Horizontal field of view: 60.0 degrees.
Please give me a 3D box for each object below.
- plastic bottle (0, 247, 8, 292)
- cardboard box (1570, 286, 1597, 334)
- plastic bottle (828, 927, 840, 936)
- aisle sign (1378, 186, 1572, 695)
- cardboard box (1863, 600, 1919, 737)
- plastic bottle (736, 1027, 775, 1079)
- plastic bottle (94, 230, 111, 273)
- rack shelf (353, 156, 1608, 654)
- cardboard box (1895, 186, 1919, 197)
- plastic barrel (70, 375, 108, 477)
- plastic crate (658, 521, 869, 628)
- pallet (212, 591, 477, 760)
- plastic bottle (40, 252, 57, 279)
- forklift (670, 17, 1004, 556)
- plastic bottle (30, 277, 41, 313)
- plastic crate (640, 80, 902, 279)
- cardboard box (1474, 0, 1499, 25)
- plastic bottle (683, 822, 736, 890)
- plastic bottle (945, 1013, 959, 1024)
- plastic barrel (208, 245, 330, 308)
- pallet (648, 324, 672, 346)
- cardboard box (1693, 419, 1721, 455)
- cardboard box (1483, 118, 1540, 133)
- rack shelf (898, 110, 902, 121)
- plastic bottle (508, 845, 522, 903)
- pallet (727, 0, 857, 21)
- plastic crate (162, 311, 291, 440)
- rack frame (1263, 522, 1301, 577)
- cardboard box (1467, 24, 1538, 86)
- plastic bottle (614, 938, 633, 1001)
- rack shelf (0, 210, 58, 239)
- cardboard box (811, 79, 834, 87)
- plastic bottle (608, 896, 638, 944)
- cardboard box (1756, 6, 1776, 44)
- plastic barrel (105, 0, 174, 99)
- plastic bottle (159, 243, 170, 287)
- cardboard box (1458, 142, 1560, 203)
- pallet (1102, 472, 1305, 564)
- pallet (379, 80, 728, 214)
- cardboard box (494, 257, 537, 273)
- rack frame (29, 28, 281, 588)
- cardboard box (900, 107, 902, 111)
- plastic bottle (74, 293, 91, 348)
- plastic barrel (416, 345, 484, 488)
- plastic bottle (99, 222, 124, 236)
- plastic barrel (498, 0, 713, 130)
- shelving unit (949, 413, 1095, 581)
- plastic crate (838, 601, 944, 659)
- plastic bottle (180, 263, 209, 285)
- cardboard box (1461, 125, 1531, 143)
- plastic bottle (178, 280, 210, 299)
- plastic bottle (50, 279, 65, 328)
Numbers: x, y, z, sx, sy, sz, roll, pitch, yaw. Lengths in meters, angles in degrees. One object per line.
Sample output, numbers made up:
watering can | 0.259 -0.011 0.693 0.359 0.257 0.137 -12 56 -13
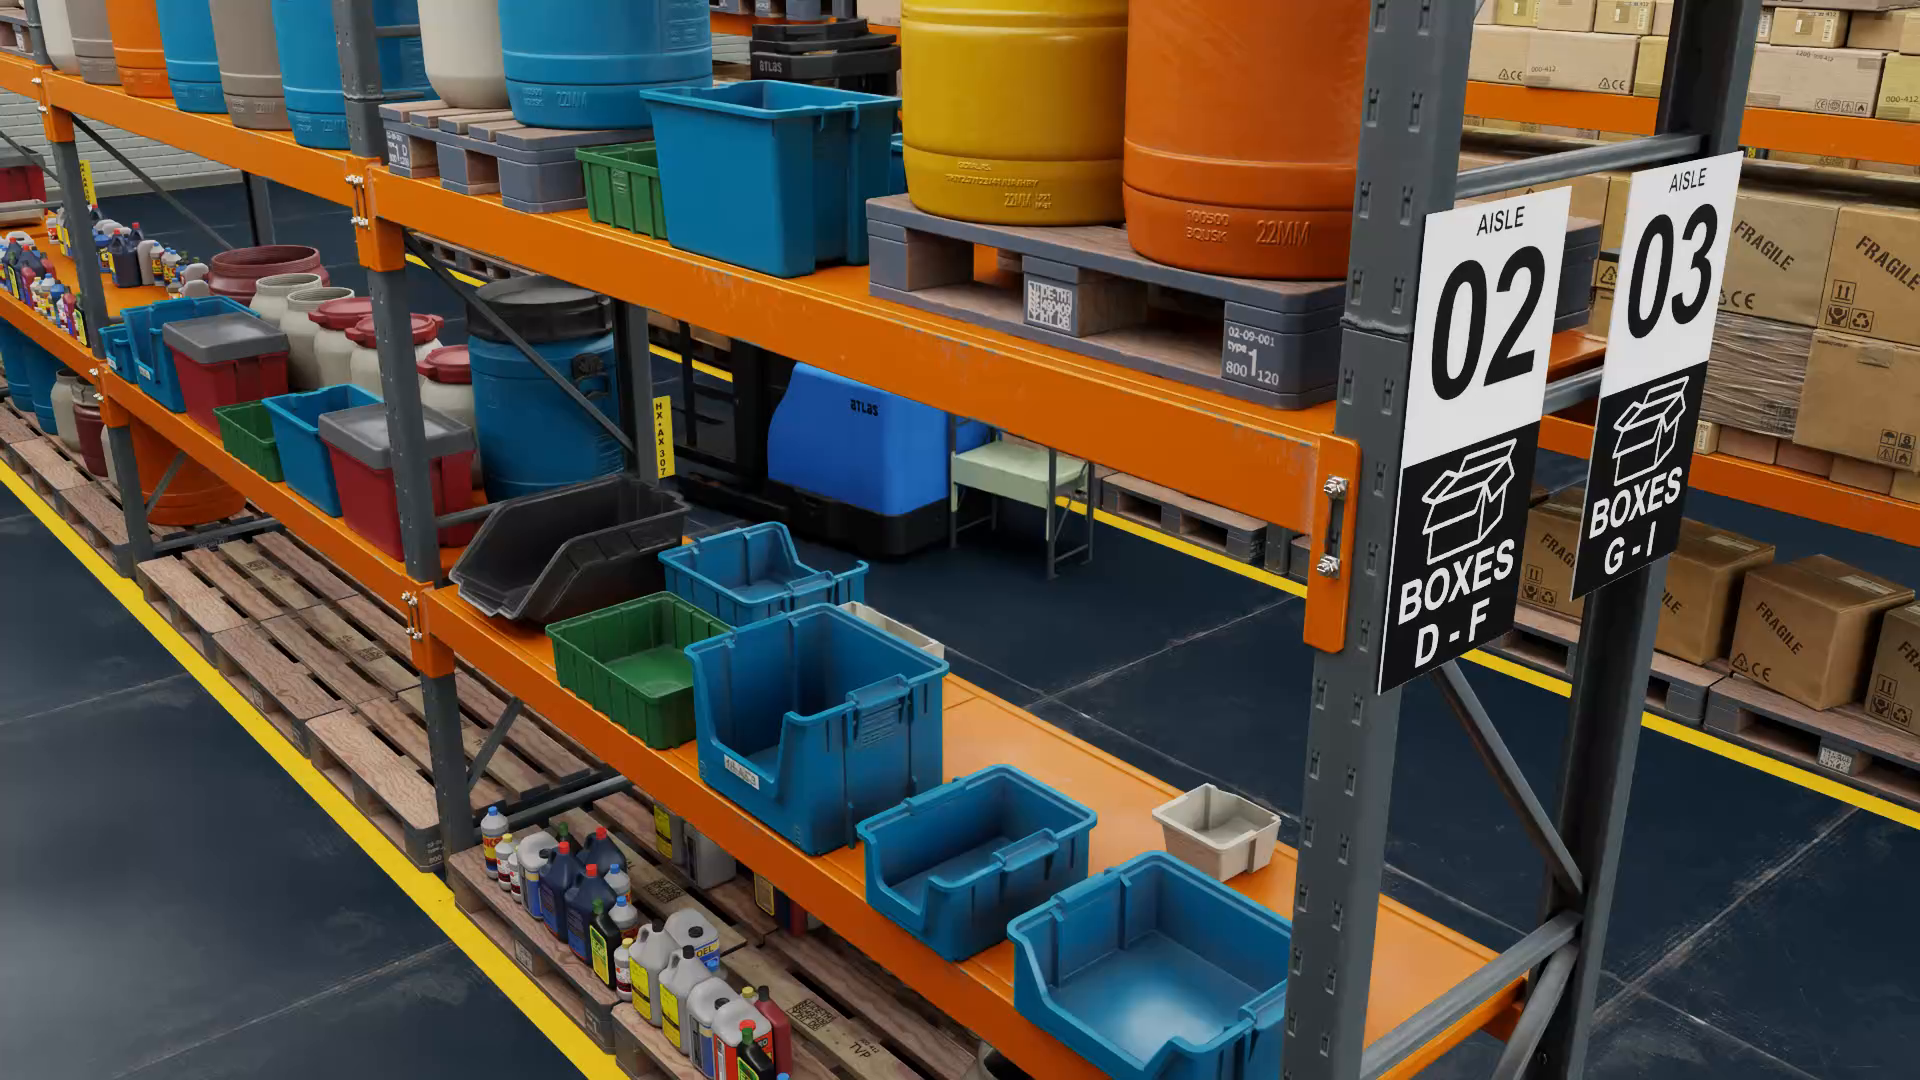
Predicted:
plastic bottle | -5.929 -1.691 10.364 0.097 0.271 0.097 0 21 0
cardboard box | 3.107 -1.109 8.156 0.875 0.500 0.500 -17 27 -37
plastic bottle | -0.419 1.277 5.843 0.097 0.201 0.097 0 21 0
aisle sign | 0.838 -0.159 2.712 0.394 0.787 0.004 -17 27 -37
cardboard box | 4.373 0.574 7.258 0.500 0.500 0.500 -12 24 -28
plastic bottle | -0.605 1.590 4.933 0.061 0.283 0.133 -17 27 -36
plastic bottle | -5.590 -1.886 10.863 0.097 0.271 0.097 0 21 0
rack shelf | -0.289 -0.653 4.412 1.077 0.370 4.000 -17 27 -37
cardboard box | 4.295 -1.225 7.084 0.500 0.500 0.500 -17 27 -37
plastic barrel | -5.275 -0.765 10.555 0.600 0.588 0.708 -17 27 -37
plastic crate | -0.667 0.166 5.651 0.499 0.251 0.616 -17 27 -37
pallet | -2.937 0.609 8.139 1.003 0.211 1.213 -17 27 -37
plastic bottle | -5.551 -1.606 10.132 0.061 0.283 0.133 -17 27 -37
forklift | -1.172 -1.702 10.310 3.031 2.935 1.130 18 27 38
plastic bottle | -5.450 -1.455 9.859 0.097 0.201 0.097 0 21 0
plastic crate | -0.457 -0.883 4.036 0.392 0.384 0.575 -17 27 -37
cardboard box | 2.523 -2.535 7.889 0.380 0.149 0.250 -17 27 -37
plastic bottle | -0.927 1.124 6.133 0.152 0.276 0.135 -17 27 -37
plastic bottle | 0.001 1.455 5.389 0.097 0.201 0.097 0 21 0
plastic barrel | -3.673 -1.257 8.893 0.600 0.536 0.708 -17 27 -37
pallet | -2.504 -2.040 14.903 1.003 0.211 1.213 -17 27 -37
cardboard box | 3.367 -0.520 7.544 0.380 0.149 0.250 -17 27 -37
cardboard box | 4.657 -3.545 13.414 0.700 0.500 0.500 -18 28 -38
rack shelf | -0.547 -4.904 19.378 1.077 0.370 4.000 -17 27 -37
plastic bottle | -1.586 1.203 6.035 0.097 0.201 0.097 0 21 0
pallet | -0.914 -3.902 11.980 1.213 0.211 1.003 -16 26 -35
plastic crate | -3.383 -0.760 7.723 0.402 0.464 0.583 -17 27 -37
rack frame | 2.157 -1.323 9.249 1.000 3.000 0.127 -17 27 -37
cardboard box | 2.606 -2.320 7.887 0.500 0.250 0.500 -18 28 -38
plastic bottle | -1.092 1.412 5.501 0.097 0.201 0.097 0 21 0
rack shelf | -8.122 -2.572 13.424 1.077 0.370 4.000 -17 27 -37
cardboard box | -0.919 -3.148 12.395 0.797 0.503 0.637 -16 27 -36
plastic bottle | -1.135 1.327 5.621 0.097 0.271 0.097 0 21 0
cardboard box | 3.363 -2.181 6.985 0.380 0.149 0.250 -19 28 -40
plastic barrel | -3.407 -2.387 7.263 0.600 0.830 0.708 -17 27 -37
plastic bottle | -4.963 -1.722 10.426 0.061 0.283 0.133 -17 27 -37
cardboard box | 2.586 -1.651 8.171 0.500 0.500 0.500 -17 27 -37
pallet | 1.648 -0.240 10.306 1.003 0.211 1.213 -17 27 -37
pallet | -1.050 -1.277 5.277 1.213 0.211 1.003 -17 27 -37
cardboard box | -4.022 -3.190 16.353 0.875 0.875 0.875 -17 27 -37
rack frame | -4.206 -1.249 9.061 1.000 3.000 0.127 -17 27 -37
cardboard box | -0.460 -4.954 18.864 0.380 0.149 0.250 -18 28 -38
plastic bottle | -4.793 -1.205 9.108 0.061 0.283 0.133 -17 27 -37
plastic barrel | -2.053 -0.524 7.022 0.433 0.535 0.433 0 21 0
plastic bottle | -5.659 -1.987 11.115 0.152 0.276 0.135 -17 27 -37
plastic barrel | -1.026 -1.669 4.757 0.600 0.901 0.708 -17 27 -37
shelving unit | 0.355 -0.613 9.493 0.755 1.500 0.431 18 27 38
plastic crate | -0.343 0.367 5.296 0.530 0.136 0.437 -17 27 -37
plastic bottle | -4.545 -1.516 9.911 0.152 0.276 0.135 -17 27 -37
cardboard box | 2.660 -1.915 8.844 0.500 0.500 0.500 -17 27 -37
plastic bottle | -4.359 -1.352 9.493 0.152 0.276 0.135 -17 27 -37
plastic bottle | -5.132 -1.353 9.503 0.097 0.271 0.097 0 21 0
